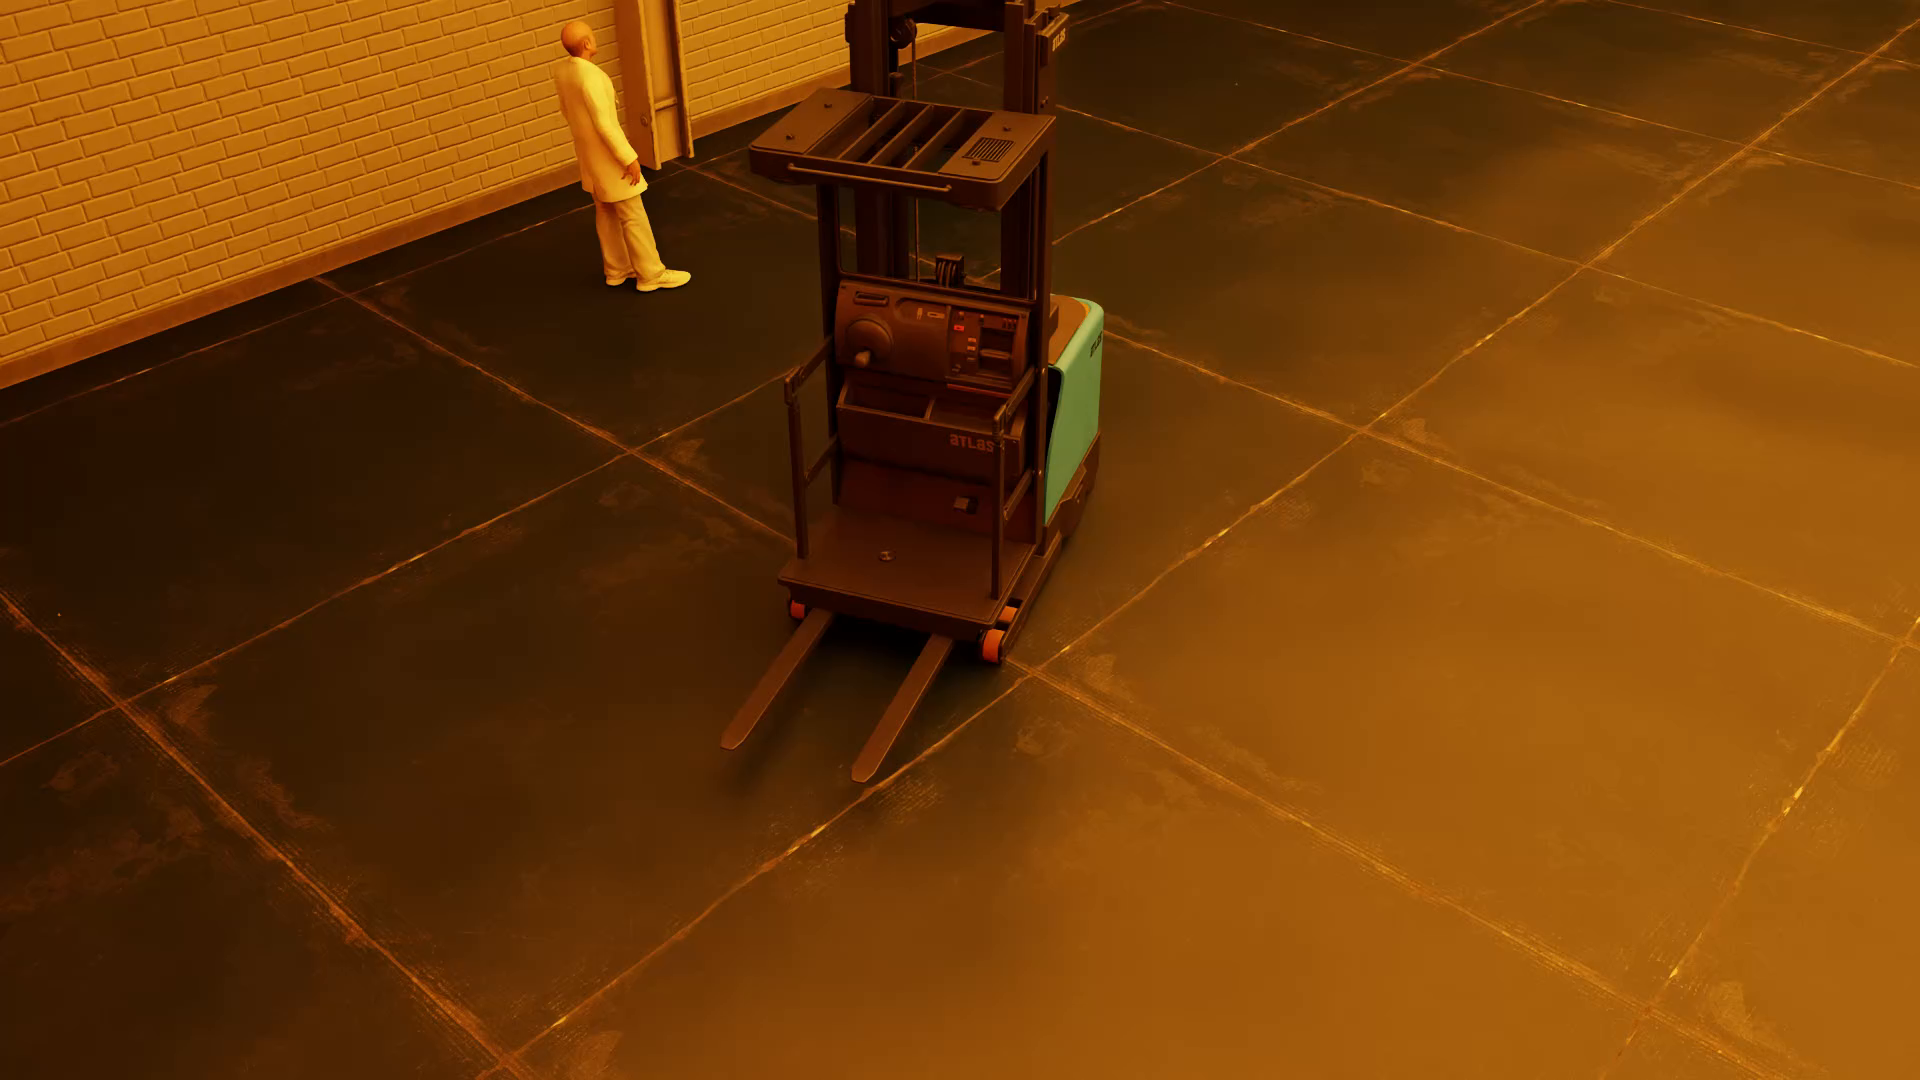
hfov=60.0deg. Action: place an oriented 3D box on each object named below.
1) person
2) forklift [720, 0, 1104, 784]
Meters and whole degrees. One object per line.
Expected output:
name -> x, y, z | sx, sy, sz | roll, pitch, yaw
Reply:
person -> -2.240, -2.526, 10.884 | 0.581, 1.777, 0.698 | -24, 41, -30
forklift -> -0.205, -0.881, 7.499 | 1.130, 2.935, 3.031 | 12, 36, 16
